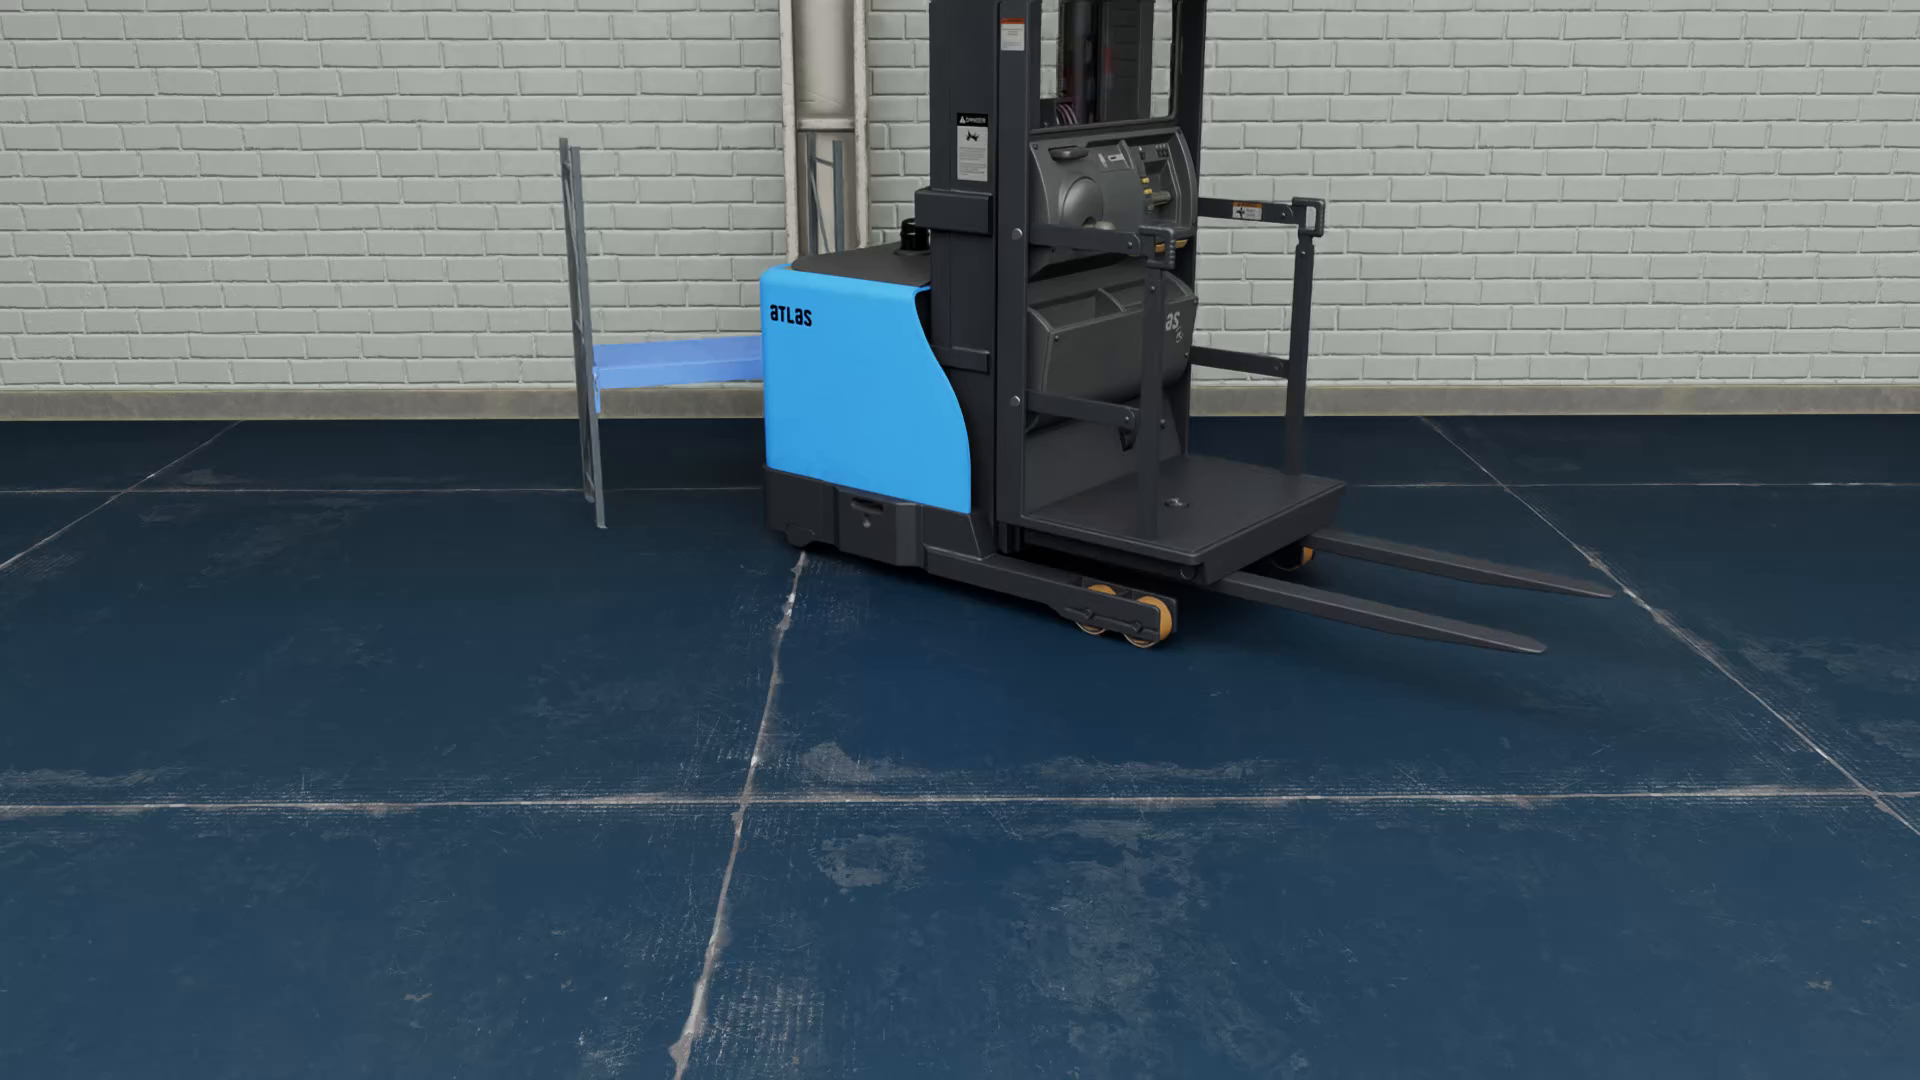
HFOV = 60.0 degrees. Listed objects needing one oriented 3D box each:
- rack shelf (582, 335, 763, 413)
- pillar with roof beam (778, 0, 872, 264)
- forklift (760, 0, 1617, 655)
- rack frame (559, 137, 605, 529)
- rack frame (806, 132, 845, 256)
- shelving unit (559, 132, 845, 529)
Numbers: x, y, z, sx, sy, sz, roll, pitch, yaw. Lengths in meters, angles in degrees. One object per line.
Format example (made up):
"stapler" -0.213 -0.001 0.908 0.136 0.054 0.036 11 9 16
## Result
"rack shelf" -1.036 -0.709 6.891 1.000 0.185 0.538 -6 19 -17
"pillar with roof beam" -0.568 -3.557 2.904 0.400 9.000 9.100 0 18 -1
"forklift" 0.702 -1.225 5.568 3.031 2.935 1.130 14 22 36
"rack frame" -1.520 -0.832 6.686 0.032 1.500 0.500 -6 19 -17
"rack frame" -0.553 -0.928 6.987 0.032 1.500 0.500 -6 19 -17
"shelving unit" -1.036 -0.880 6.836 1.048 1.500 0.538 -6 19 -17
